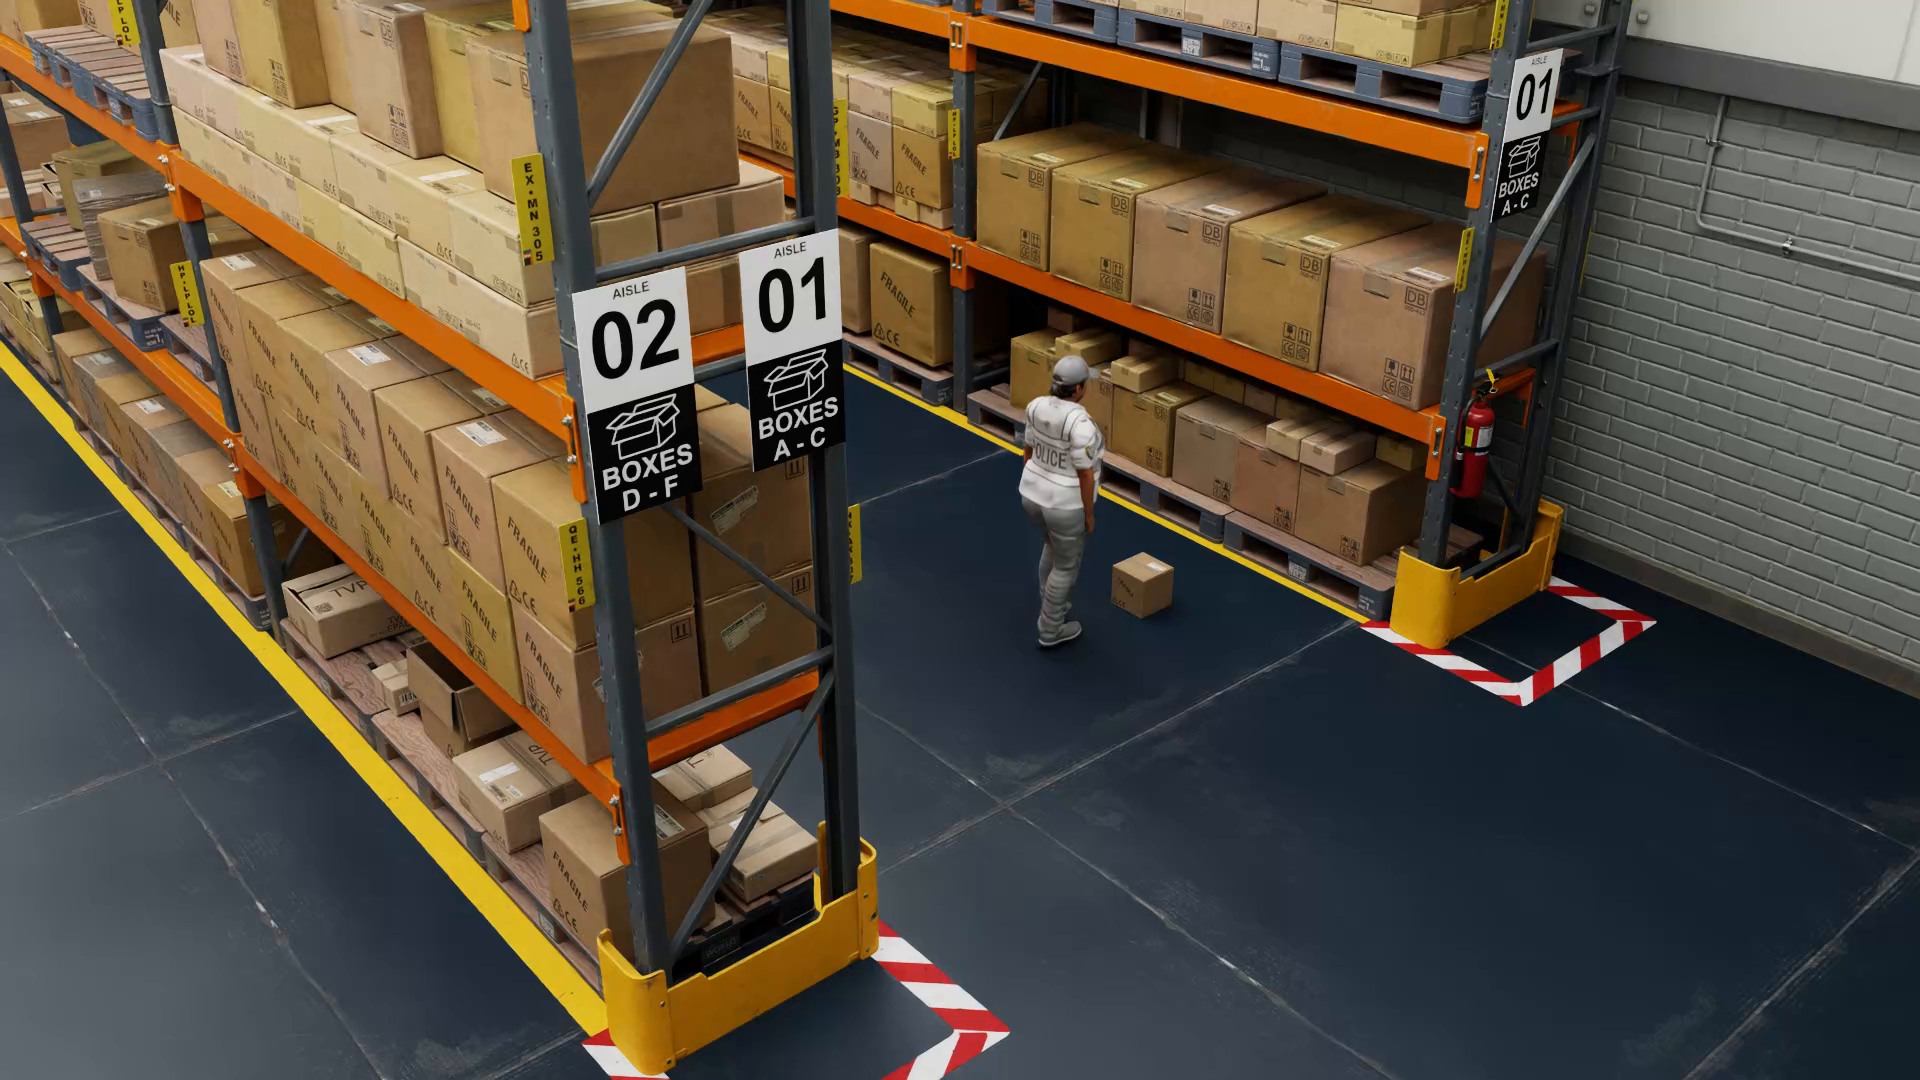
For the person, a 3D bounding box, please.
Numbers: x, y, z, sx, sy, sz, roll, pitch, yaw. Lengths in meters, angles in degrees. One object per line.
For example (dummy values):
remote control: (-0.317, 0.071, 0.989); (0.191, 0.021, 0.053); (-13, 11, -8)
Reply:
person: (0.582, -0.209, 9.035); (0.492, 1.706, 0.494); (-22, 35, -34)
